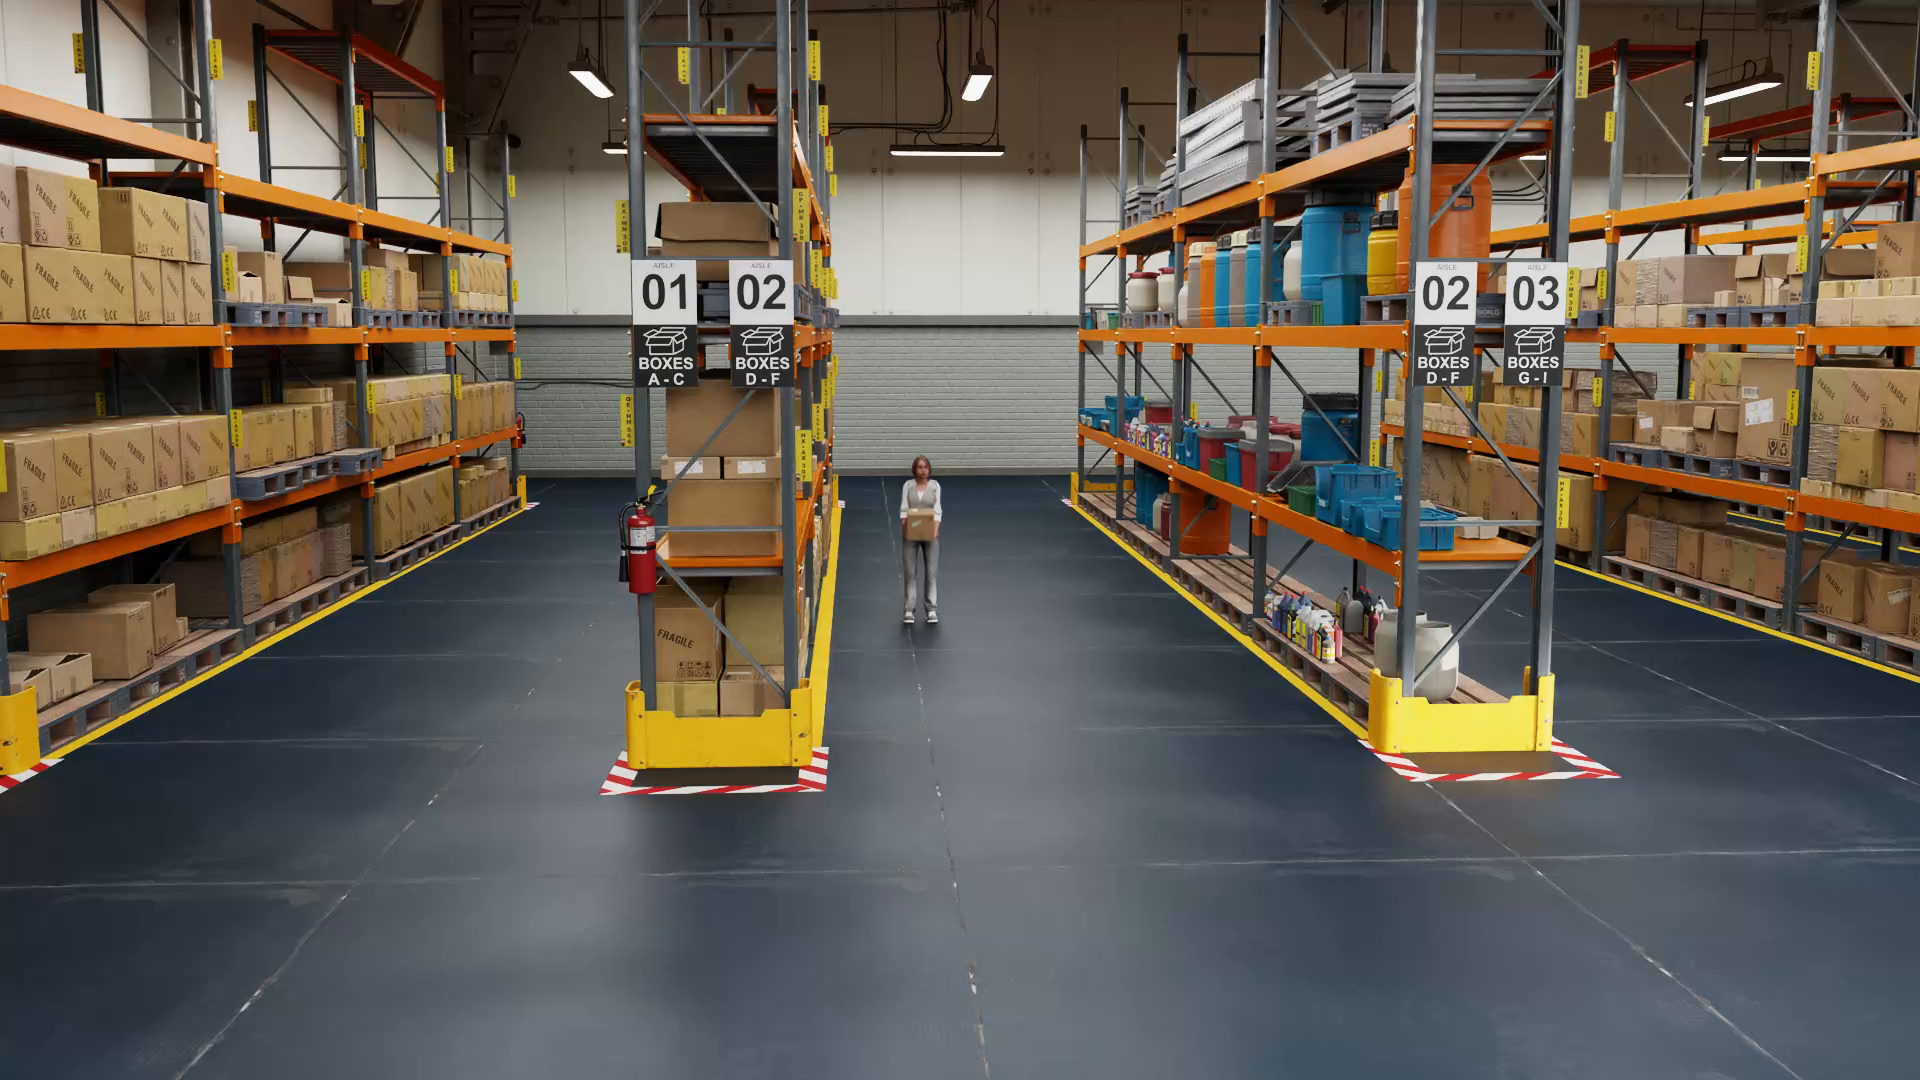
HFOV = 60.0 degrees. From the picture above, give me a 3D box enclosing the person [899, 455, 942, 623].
[{"bbox_3d":[-0.373,0.002,15.806,0.404,1.594,0.494,0,7,-2],"label":"person"}]
